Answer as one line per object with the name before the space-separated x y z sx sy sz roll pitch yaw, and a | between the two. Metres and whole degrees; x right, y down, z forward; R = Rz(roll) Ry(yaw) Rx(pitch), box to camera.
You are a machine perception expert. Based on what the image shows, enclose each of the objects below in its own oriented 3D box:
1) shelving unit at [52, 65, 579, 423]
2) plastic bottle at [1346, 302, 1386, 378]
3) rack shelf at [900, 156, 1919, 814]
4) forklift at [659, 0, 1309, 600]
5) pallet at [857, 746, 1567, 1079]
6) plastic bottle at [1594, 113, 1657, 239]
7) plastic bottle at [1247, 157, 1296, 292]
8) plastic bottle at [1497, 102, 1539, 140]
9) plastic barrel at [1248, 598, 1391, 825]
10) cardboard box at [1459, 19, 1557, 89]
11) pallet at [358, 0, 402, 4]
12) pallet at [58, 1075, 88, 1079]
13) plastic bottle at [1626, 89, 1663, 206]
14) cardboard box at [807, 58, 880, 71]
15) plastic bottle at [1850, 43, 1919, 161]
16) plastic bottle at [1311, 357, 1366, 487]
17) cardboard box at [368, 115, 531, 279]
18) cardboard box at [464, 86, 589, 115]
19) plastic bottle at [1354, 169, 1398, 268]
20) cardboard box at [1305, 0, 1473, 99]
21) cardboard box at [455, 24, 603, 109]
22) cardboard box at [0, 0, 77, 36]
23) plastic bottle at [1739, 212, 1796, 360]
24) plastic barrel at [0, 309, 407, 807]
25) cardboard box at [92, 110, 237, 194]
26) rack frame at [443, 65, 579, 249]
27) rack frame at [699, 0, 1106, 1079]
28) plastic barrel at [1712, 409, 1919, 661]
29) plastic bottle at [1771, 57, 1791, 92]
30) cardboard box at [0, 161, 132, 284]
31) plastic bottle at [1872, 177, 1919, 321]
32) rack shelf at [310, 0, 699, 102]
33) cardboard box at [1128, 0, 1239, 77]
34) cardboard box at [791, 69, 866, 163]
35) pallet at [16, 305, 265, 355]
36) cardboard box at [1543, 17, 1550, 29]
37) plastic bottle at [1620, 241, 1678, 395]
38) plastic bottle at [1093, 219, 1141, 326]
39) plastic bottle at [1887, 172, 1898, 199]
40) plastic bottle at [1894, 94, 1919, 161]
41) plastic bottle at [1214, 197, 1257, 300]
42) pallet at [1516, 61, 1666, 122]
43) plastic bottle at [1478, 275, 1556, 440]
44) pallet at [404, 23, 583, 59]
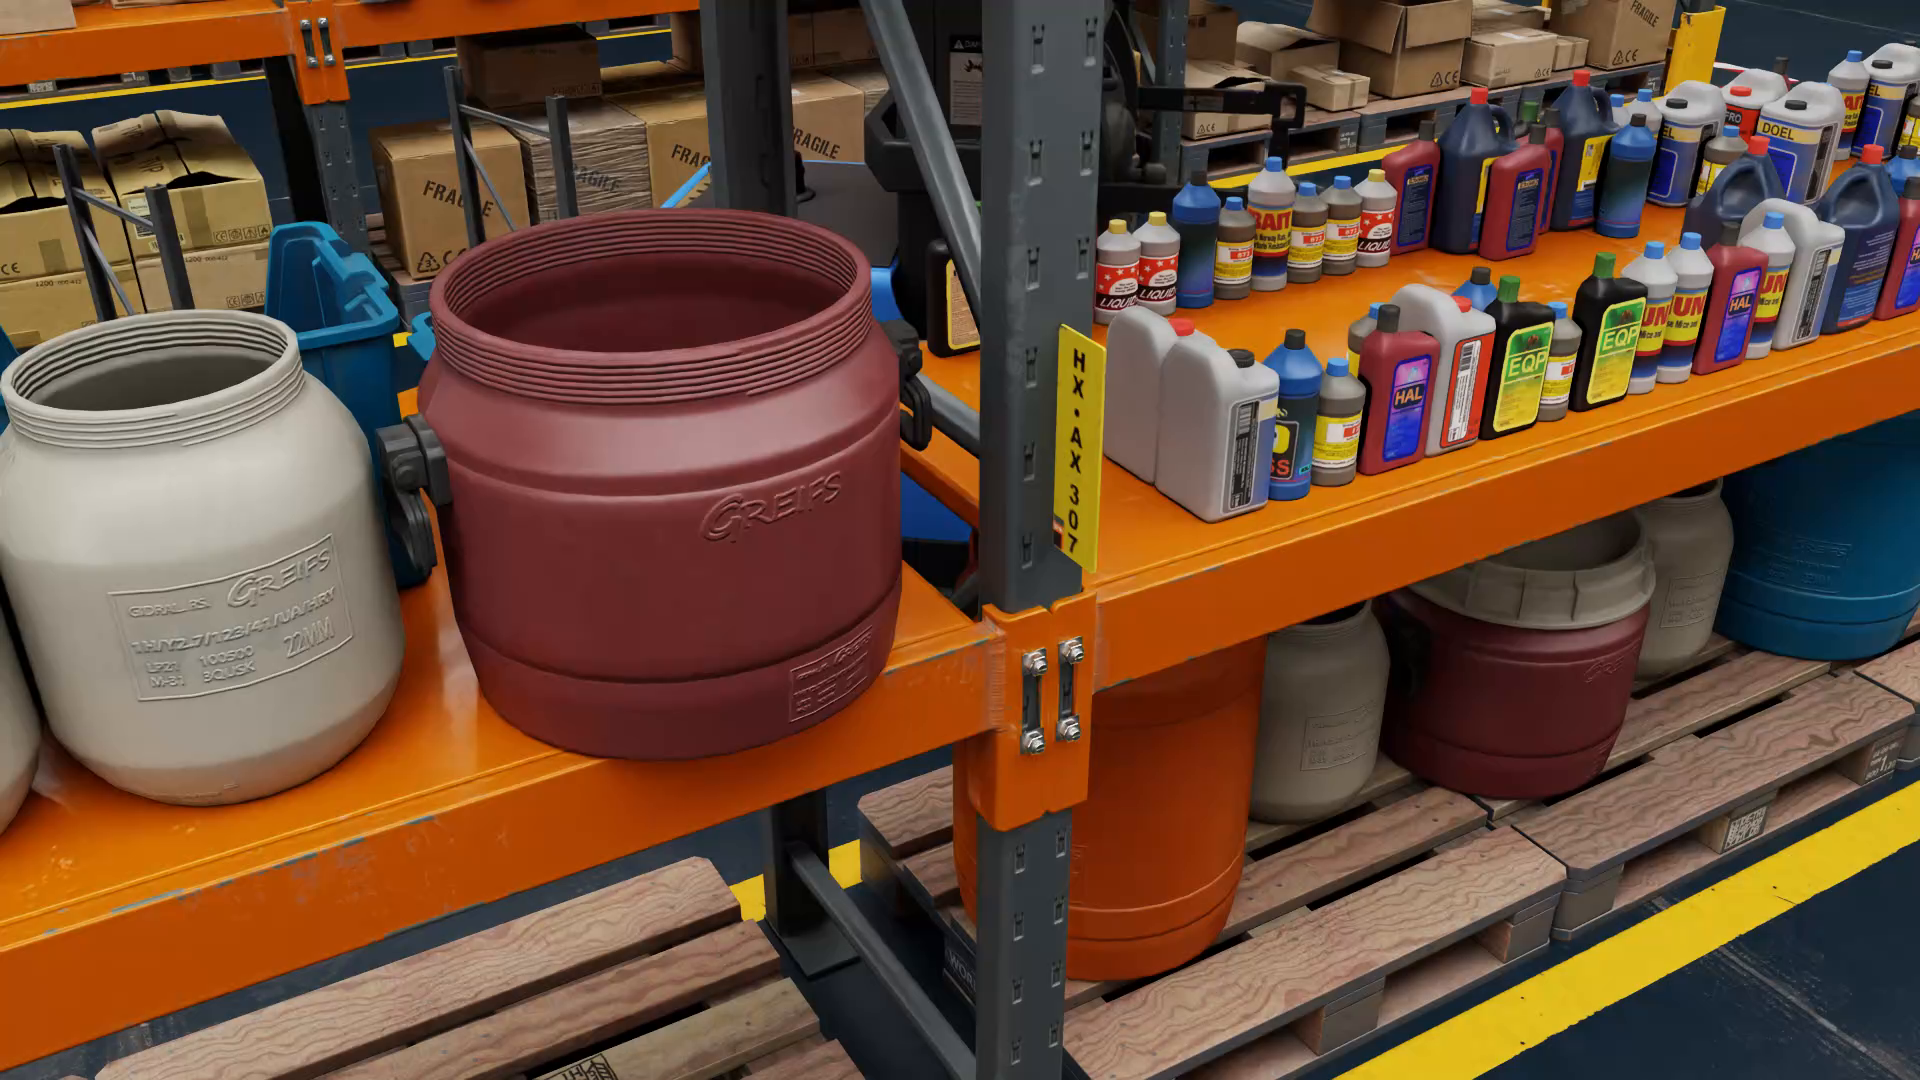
shelving unit | -1.515 -0.347 4.326 0.587 1.500 1.083 23 37 36
plastic bottle | 0.727 -0.317 2.926 0.097 0.201 0.097 0 29 0
rack shelf | 1.595 -0.447 3.700 4.000 0.370 1.077 -16 33 -26
forklift | 0.604 -1.207 4.404 3.031 2.935 1.130 5 29 8
pallet | 0.529 0.738 3.694 1.213 0.211 1.003 -16 33 -26
plastic bottle | 1.520 -0.832 3.787 0.097 0.271 0.097 0 29 0
plastic bottle | 0.647 -0.665 3.484 0.097 0.271 0.097 0 29 0
plastic bottle | 1.263 -0.856 3.817 0.133 0.283 0.061 -16 33 -26
plastic barrel | 0.726 0.331 3.686 0.421 0.512 0.421 0 29 0
cardboard box | 3.084 -2.828 9.660 0.500 0.250 0.500 -16 33 -26
pallet | -2.087 -2.448 6.780 1.003 0.211 1.213 -16 33 -26
pallet | -1.867 1.419 2.461 1.213 0.211 1.003 -16 33 -26
plastic bottle | 1.615 -0.940 3.982 0.097 0.271 0.097 0 29 0
cardboard box | -0.616 -2.143 8.160 0.500 0.500 0.500 -15 32 -26
plastic bottle | 2.412 -1.153 4.363 0.135 0.276 0.152 -16 33 -26
plastic bottle | 0.605 -0.197 2.709 0.097 0.201 0.097 0 29 0
cardboard box | -2.098 -1.427 6.863 0.500 0.500 0.500 -14 32 -24
cardboard box | -1.948 -1.762 7.469 0.500 0.500 0.500 -15 32 -24
plastic bottle | 0.899 -0.706 3.630 0.097 0.201 0.097 0 29 0
cardboard box | 2.430 -2.877 9.488 0.637 0.503 0.797 -16 33 -26
cardboard box | -1.902 -2.105 7.316 0.500 0.250 0.500 -15 32 -24
cardboard box | -3.271 -1.891 5.833 0.250 0.149 0.380 -16 33 -26
plastic bottle | 1.517 -0.487 3.161 0.097 0.271 0.097 0 29 0
plastic barrel | -0.908 0.020 1.994 0.421 0.512 0.421 0 29 0
cardboard box | -3.236 -1.556 6.796 0.500 0.311 0.500 -15 32 -25
rack frame | -1.181 -0.526 4.651 0.500 1.500 0.032 23 37 36
rack frame | -0.129 -0.272 2.639 0.127 3.000 1.000 -16 33 -26
plastic barrel | 2.231 -0.217 4.276 0.708 0.901 0.600 -16 33 -26
plastic bottle | 2.021 -1.071 4.207 0.133 0.283 0.061 -16 33 -26
cardboard box | -3.407 -1.201 6.153 0.500 0.311 0.500 -16 33 -27
plastic bottle | 1.901 -0.591 3.337 0.133 0.283 0.061 -16 33 -26
rack shelf | -0.911 -2.511 7.440 4.000 0.370 1.077 -16 33 -26
cardboard box | 1.161 -2.672 9.118 0.500 0.500 0.500 -16 33 -26
cardboard box | -0.767 -1.808 7.554 0.500 0.500 0.500 -17 33 -28
pallet | -3.365 -0.930 6.718 1.213 0.211 1.003 -16 33 -26
cardboard box | 3.511 -3.227 10.469 0.250 0.166 0.380 -16 33 -26
plastic bottle | 1.234 -0.407 3.015 0.097 0.271 0.097 0 29 0
plastic bottle | 0.311 -0.539 3.328 0.097 0.201 0.097 0 29 0
plastic bottle | 1.846 -0.614 3.392 0.097 0.271 0.097 0 29 0
plastic bottle | 2.491 -1.073 4.295 0.097 0.201 0.097 0 29 0
plastic bottle | 0.563 -0.611 3.458 0.097 0.201 0.097 0 29 0
pallet | 3.510 -2.860 10.214 1.213 0.211 1.003 -16 33 -26
plastic bottle | 0.945 -0.319 2.845 0.133 0.283 0.061 -16 33 -26
pallet | -3.380 -3.637 11.621 1.213 0.211 1.003 -16 33 -26
